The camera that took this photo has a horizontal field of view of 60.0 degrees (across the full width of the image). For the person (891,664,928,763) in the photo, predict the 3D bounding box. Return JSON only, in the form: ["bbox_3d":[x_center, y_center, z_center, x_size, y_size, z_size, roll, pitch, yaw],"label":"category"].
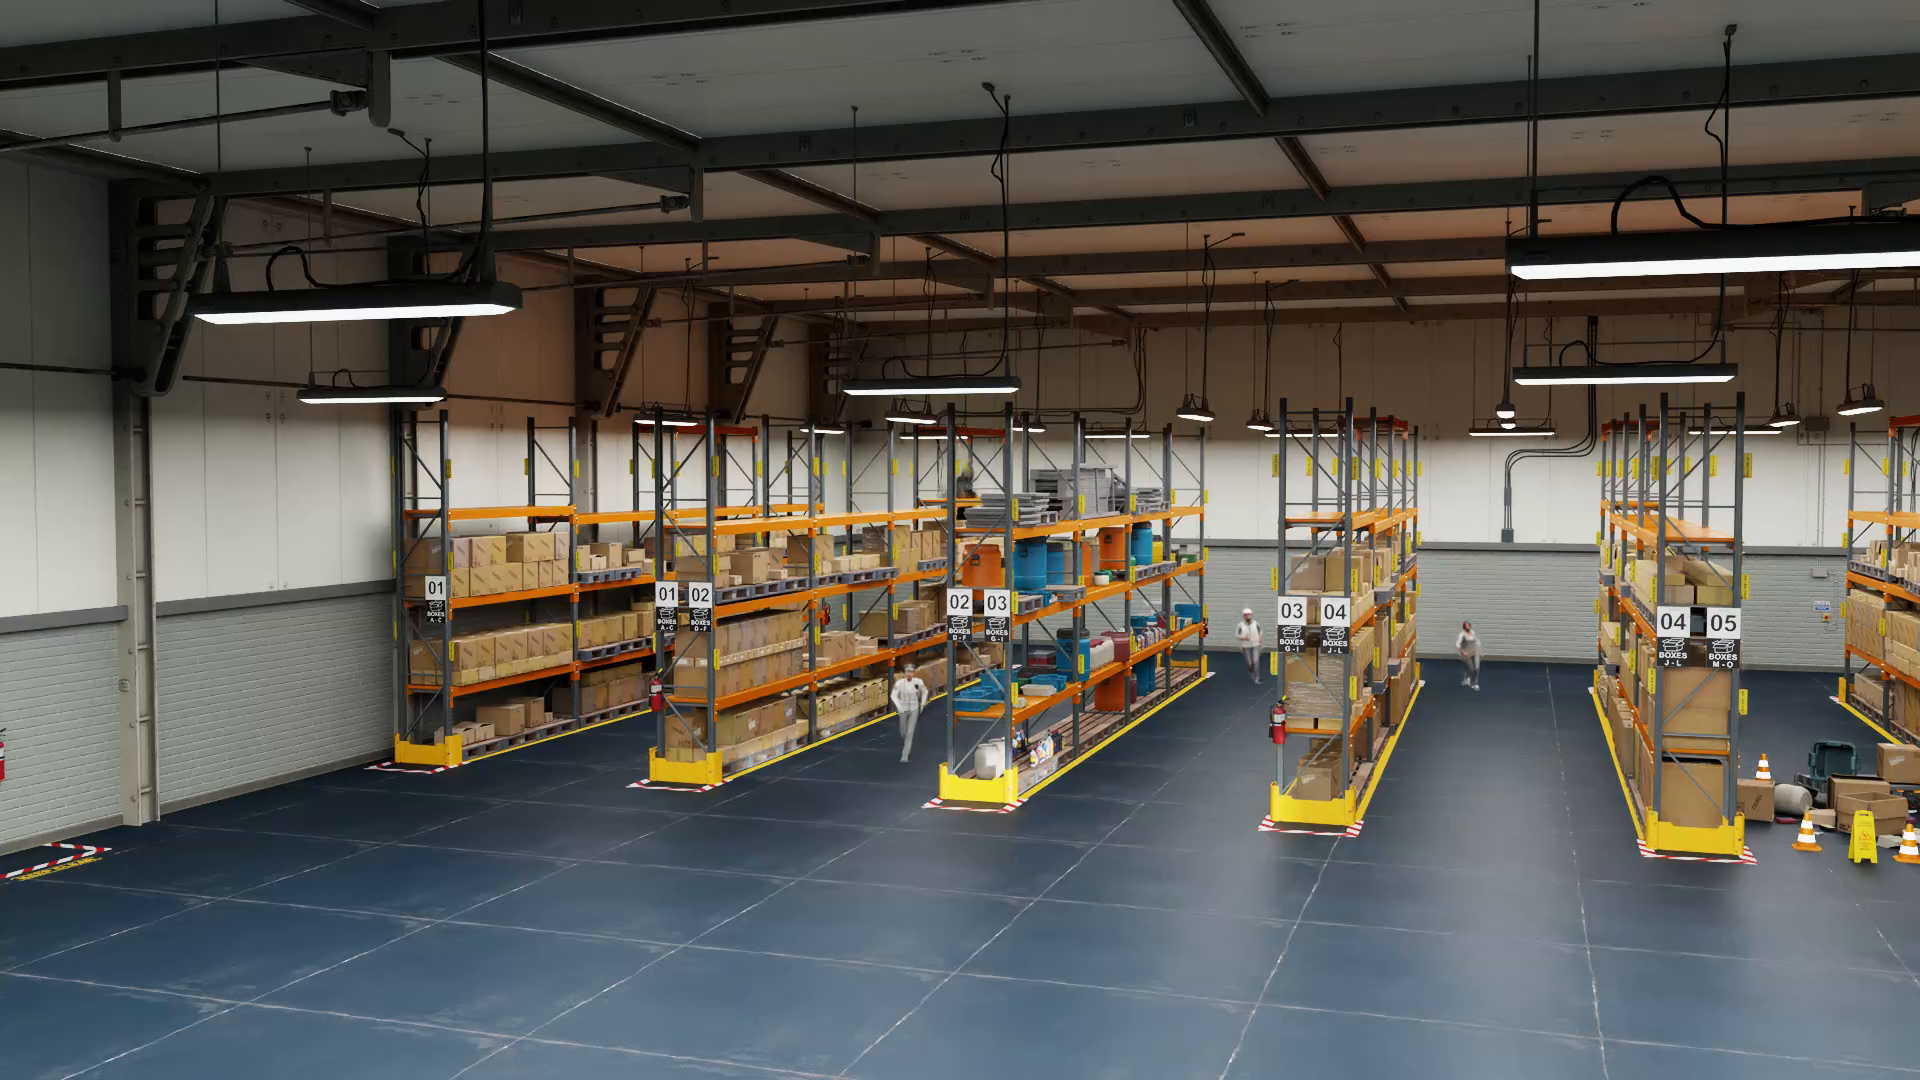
[{"bbox_3d":[-0.869,2.950,28.694,0.643,1.682,0.823,0,2,2],"label":"person"}]

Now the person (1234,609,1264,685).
[{"bbox_3d":[6.767,2.478,38.891,0.698,1.743,0.835,0,2,4],"label":"person"}]

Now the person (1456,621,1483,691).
[{"bbox_3d":[11.554,2.619,37.782,0.593,1.566,0.569,0,2,-8],"label":"person"}]
